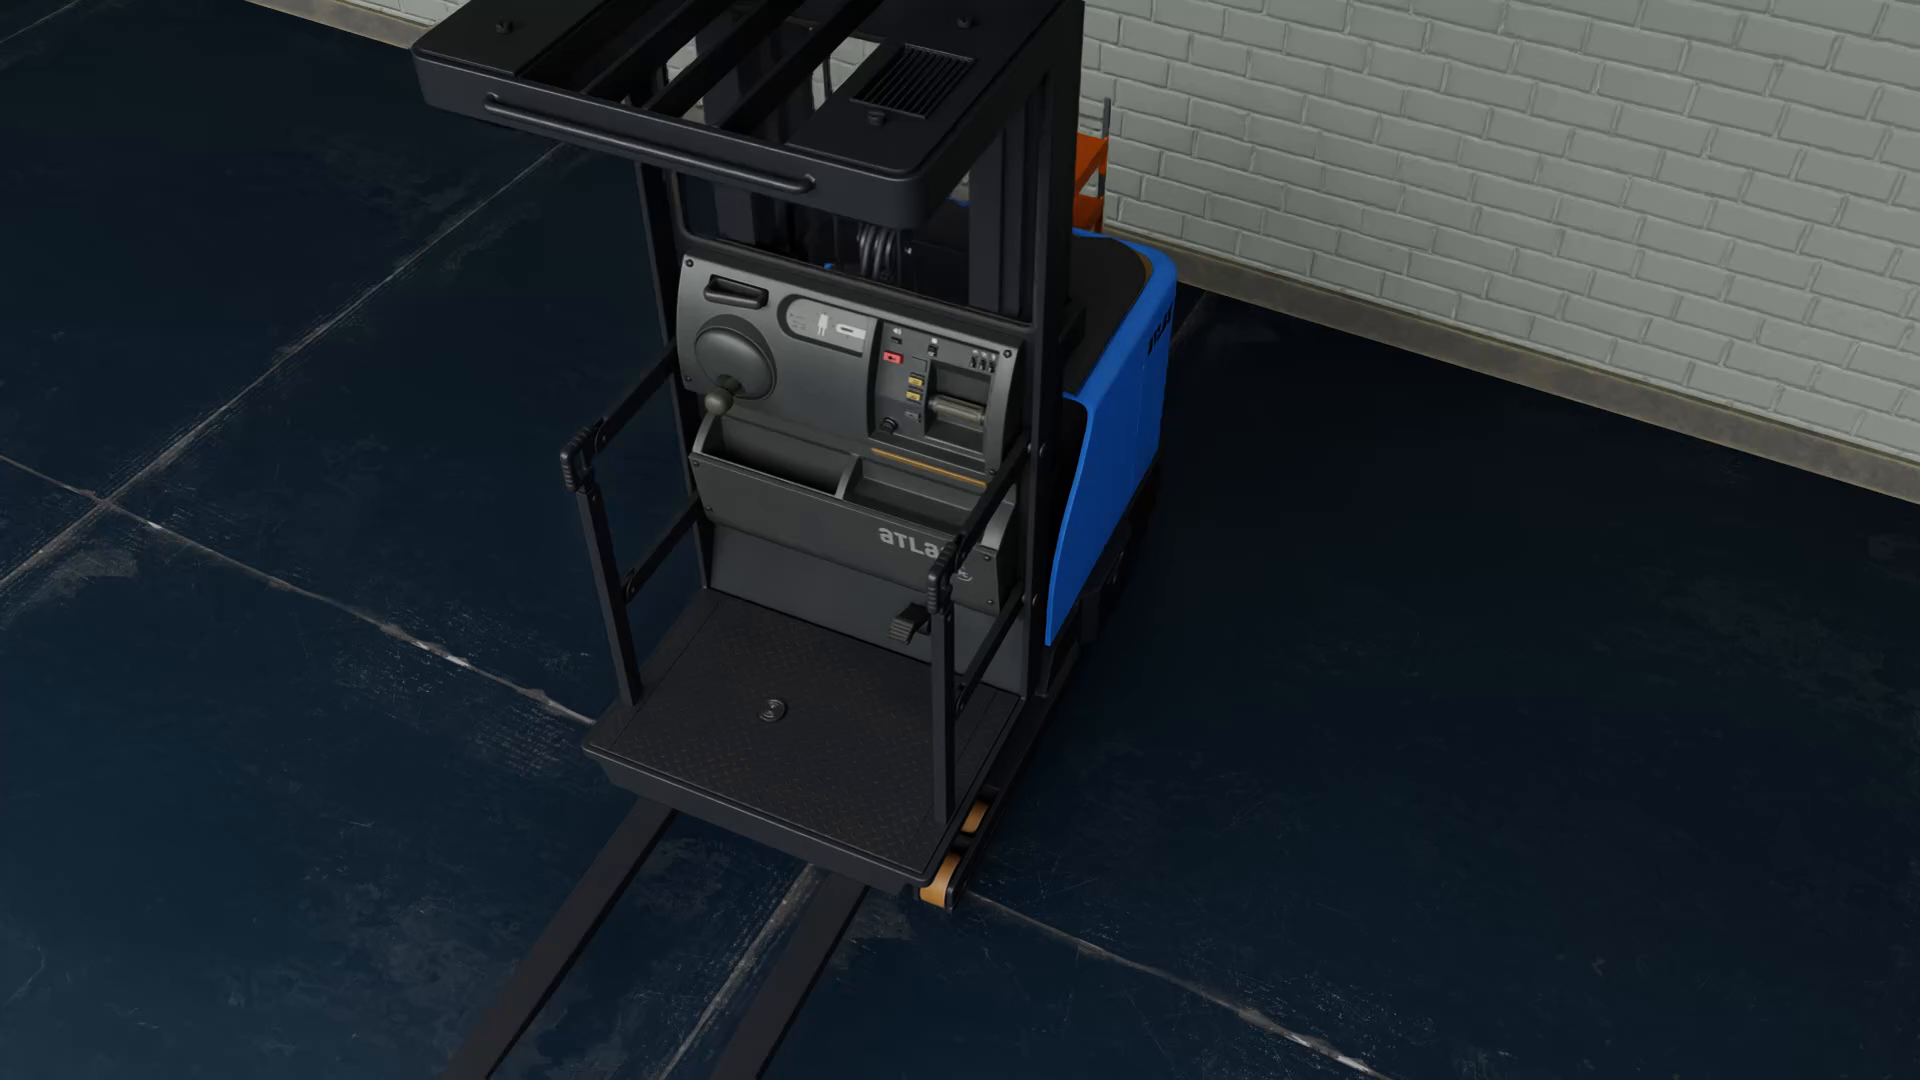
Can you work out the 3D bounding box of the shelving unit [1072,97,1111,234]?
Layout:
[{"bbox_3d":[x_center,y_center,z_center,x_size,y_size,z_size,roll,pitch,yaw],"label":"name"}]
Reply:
[{"bbox_3d":[0.289,-0.912,5.808,0.258,1.200,0.503,18,48,17],"label":"shelving unit"}]

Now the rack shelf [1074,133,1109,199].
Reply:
[{"bbox_3d":[0.289,-1.189,5.529,0.258,0.148,0.480,18,48,17],"label":"rack shelf"}]

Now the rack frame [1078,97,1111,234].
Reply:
[{"bbox_3d":[0.389,-1.071,5.964,0.240,1.200,0.015,18,48,17],"label":"rack frame"}]

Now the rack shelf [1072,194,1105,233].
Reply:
[{"bbox_3d":[0.289,-1.022,5.697,0.258,0.148,0.480,18,48,17],"label":"rack shelf"}]

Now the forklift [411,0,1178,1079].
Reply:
[{"bbox_3d":[-0.383,-0.348,4.033,1.130,2.935,3.031,18,48,17],"label":"forklift"}]
